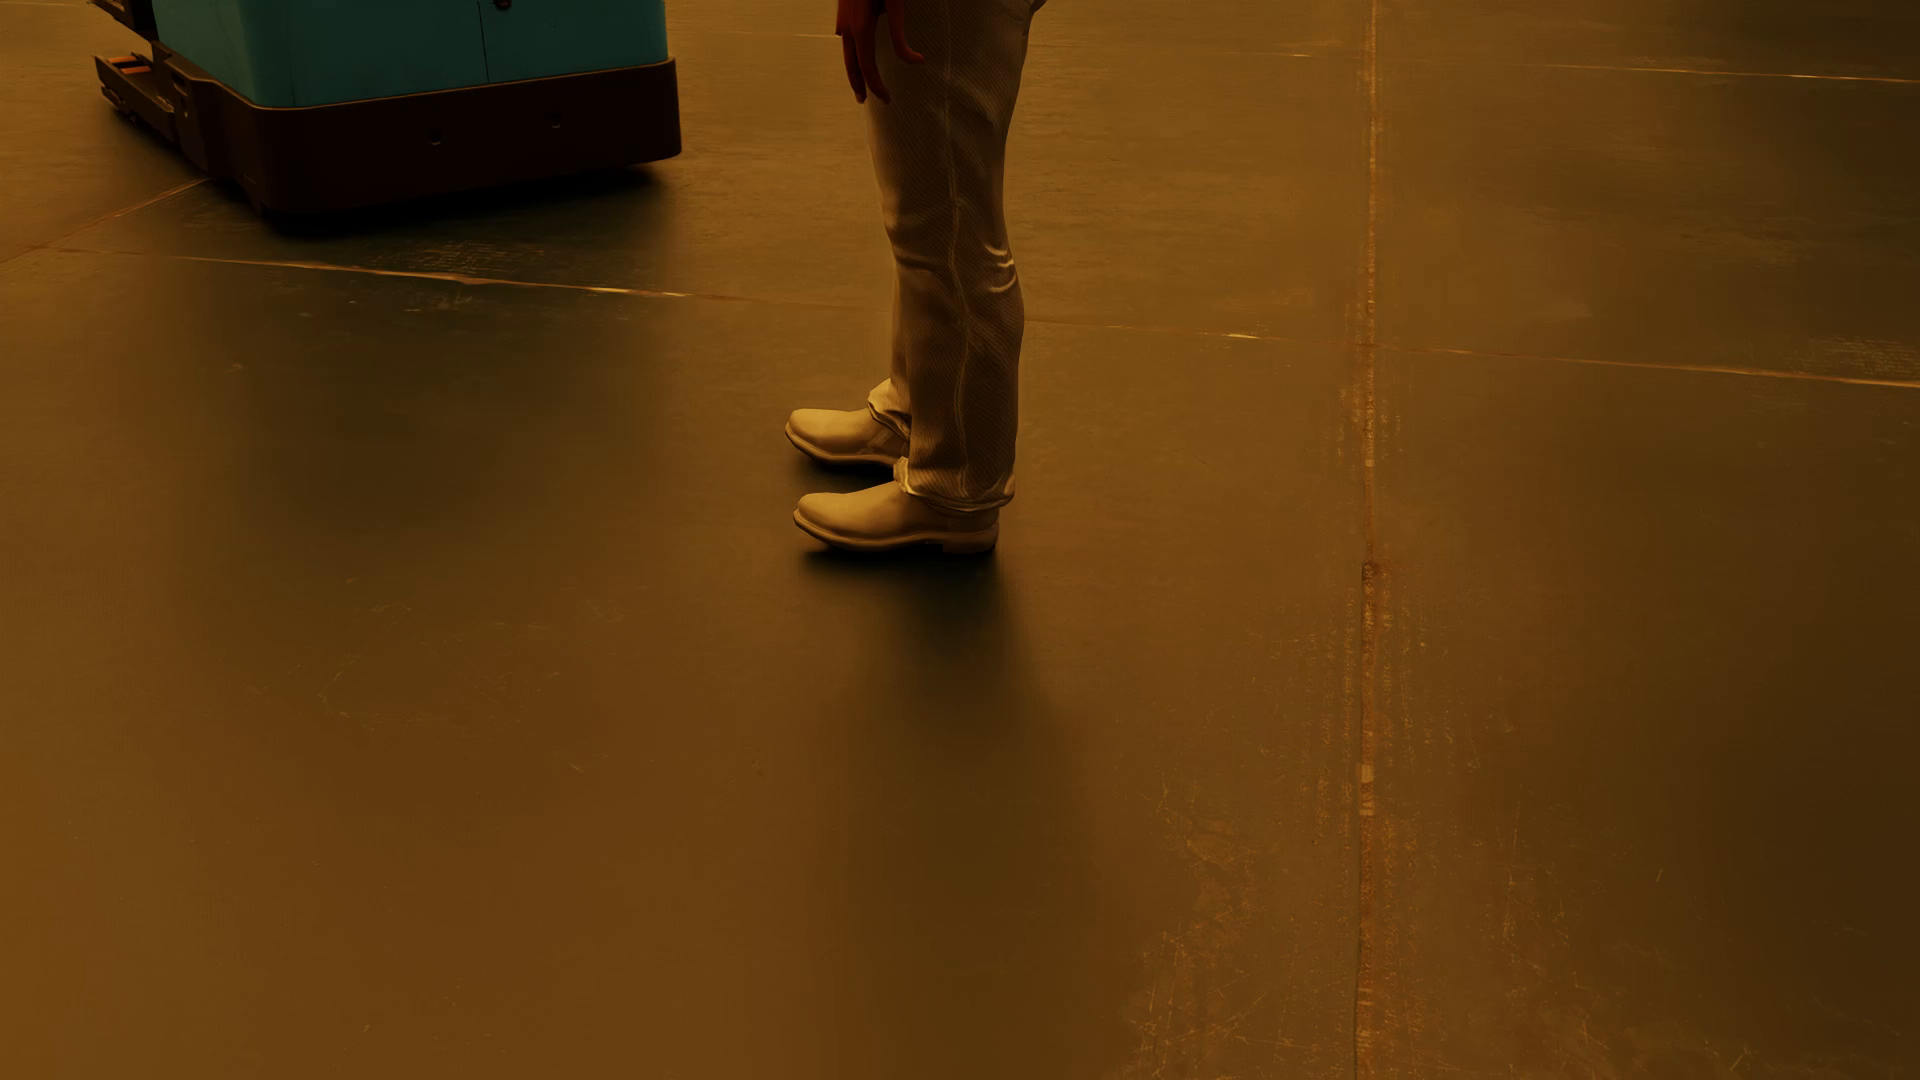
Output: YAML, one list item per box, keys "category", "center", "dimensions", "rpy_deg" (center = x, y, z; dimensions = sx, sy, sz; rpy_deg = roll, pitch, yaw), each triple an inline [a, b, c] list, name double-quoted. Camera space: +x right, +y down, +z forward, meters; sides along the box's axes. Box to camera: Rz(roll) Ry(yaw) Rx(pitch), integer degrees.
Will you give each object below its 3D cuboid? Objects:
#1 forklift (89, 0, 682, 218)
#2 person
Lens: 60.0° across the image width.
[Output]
- category: "forklift"
  center: [-1.991, -2.667, 4.532]
  dimensions: [1.130, 2.935, 3.031]
  rpy_deg: [-18, 32, -31]
- category: "person"
  center: [-0.066, -0.804, 2.117]
  dimensions: [0.577, 1.765, 0.666]
  rpy_deg: [6, 27, 11]
